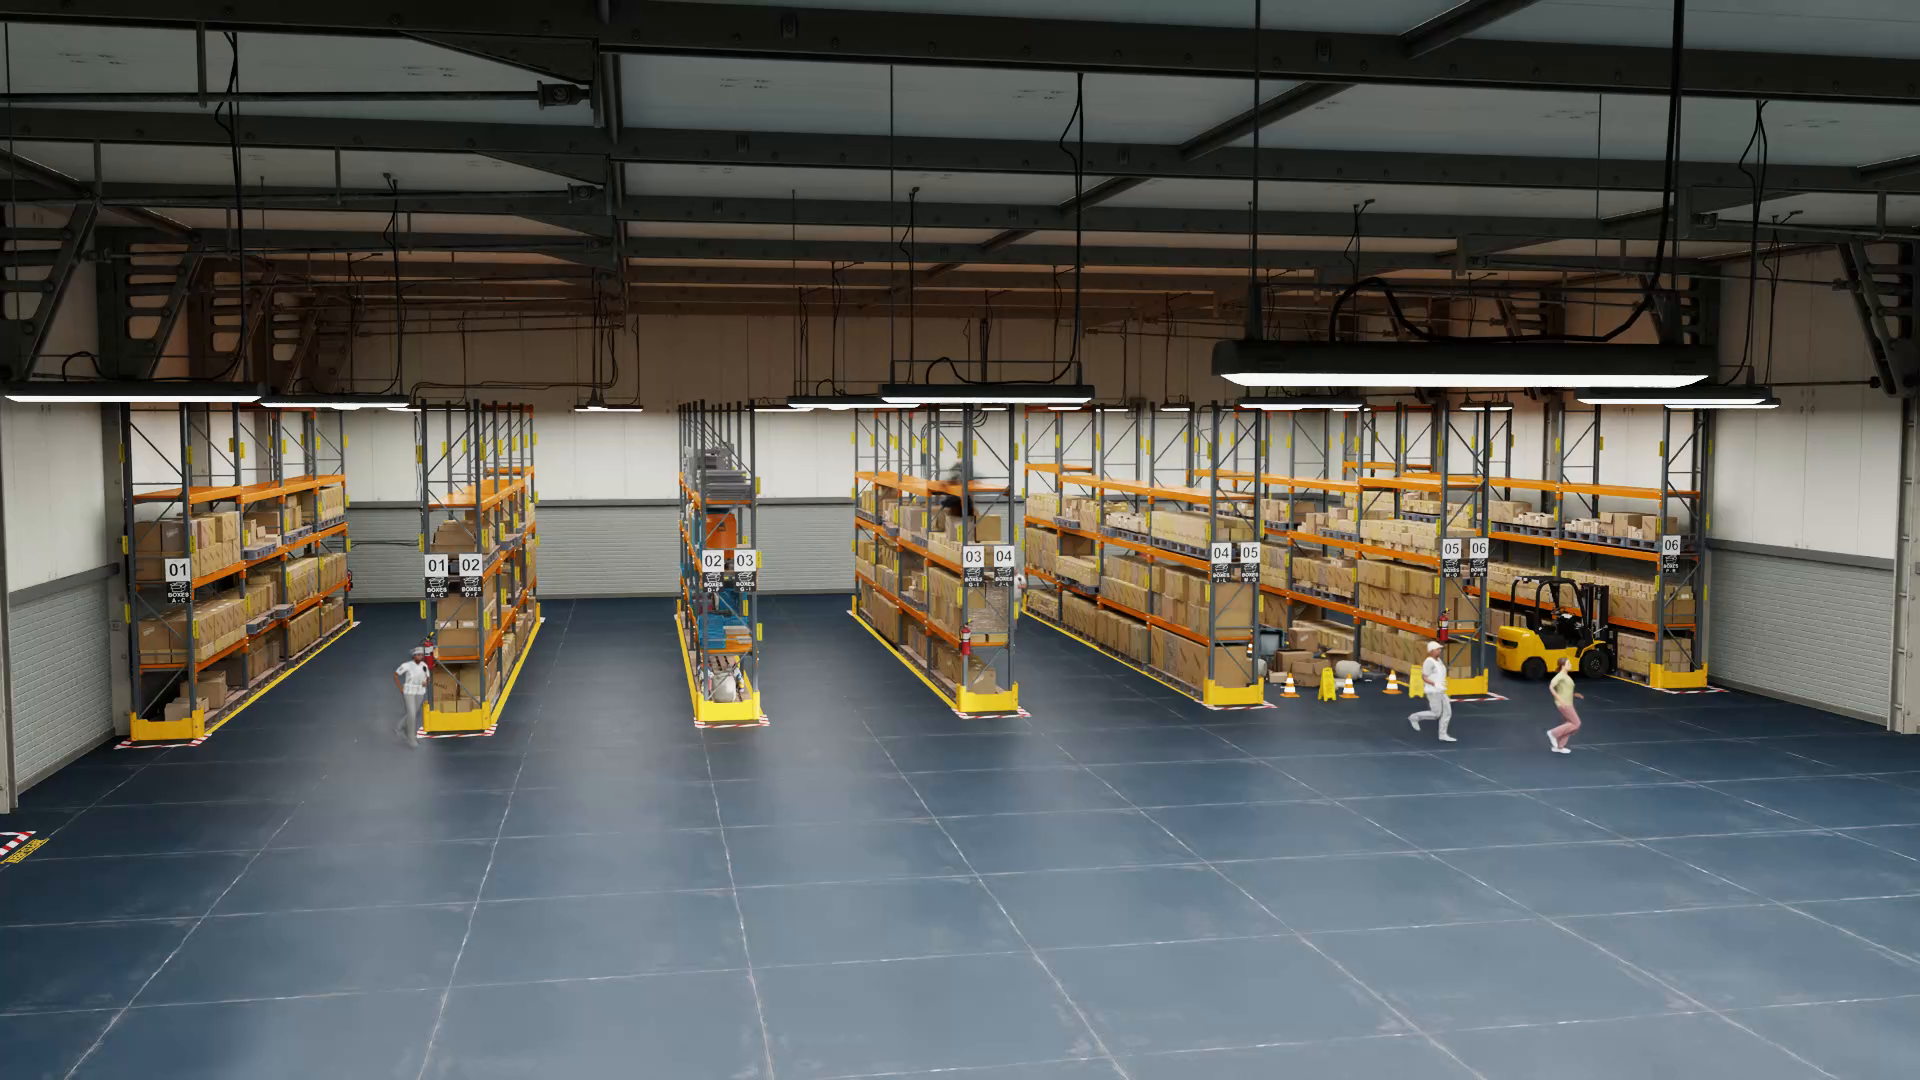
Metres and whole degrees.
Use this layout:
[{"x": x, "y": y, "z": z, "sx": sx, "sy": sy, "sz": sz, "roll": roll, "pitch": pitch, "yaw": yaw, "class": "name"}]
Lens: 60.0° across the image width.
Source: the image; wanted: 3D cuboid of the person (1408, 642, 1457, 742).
[{"x": 8.339, "y": 2.651, "z": 29.245, "sx": 0.837, "sy": 1.744, "sz": 0.696, "roll": 3, "pitch": 5, "yaw": 36, "class": "person"}]

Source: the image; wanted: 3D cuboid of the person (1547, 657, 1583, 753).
[{"x": 10.234, "y": 2.790, "z": 28.091, "sx": 0.540, "sy": 1.627, "sz": 0.575, "roll": 3, "pitch": 5, "yaw": 30, "class": "person"}]

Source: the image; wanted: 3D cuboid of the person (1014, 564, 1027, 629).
[{"x": 1.437, "y": 1.540, "z": 43.852, "sx": 0.633, "sy": 1.850, "sz": 0.776, "roll": -1, "pitch": 4, "yaw": -10, "class": "person"}]

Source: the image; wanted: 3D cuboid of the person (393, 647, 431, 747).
[{"x": -9.531, "y": 2.714, "z": 29.024, "sx": 0.860, "sy": 1.725, "sz": 0.618, "roll": 4, "pitch": 6, "yaw": 42, "class": "person"}]

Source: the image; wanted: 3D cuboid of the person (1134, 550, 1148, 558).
[{"x": 5.451, "y": 1.052, "z": 50.642, "sx": 0.895, "sy": 1.753, "sz": 0.675, "roll": 0, "pitch": 4, "yaw": -3, "class": "person"}]
